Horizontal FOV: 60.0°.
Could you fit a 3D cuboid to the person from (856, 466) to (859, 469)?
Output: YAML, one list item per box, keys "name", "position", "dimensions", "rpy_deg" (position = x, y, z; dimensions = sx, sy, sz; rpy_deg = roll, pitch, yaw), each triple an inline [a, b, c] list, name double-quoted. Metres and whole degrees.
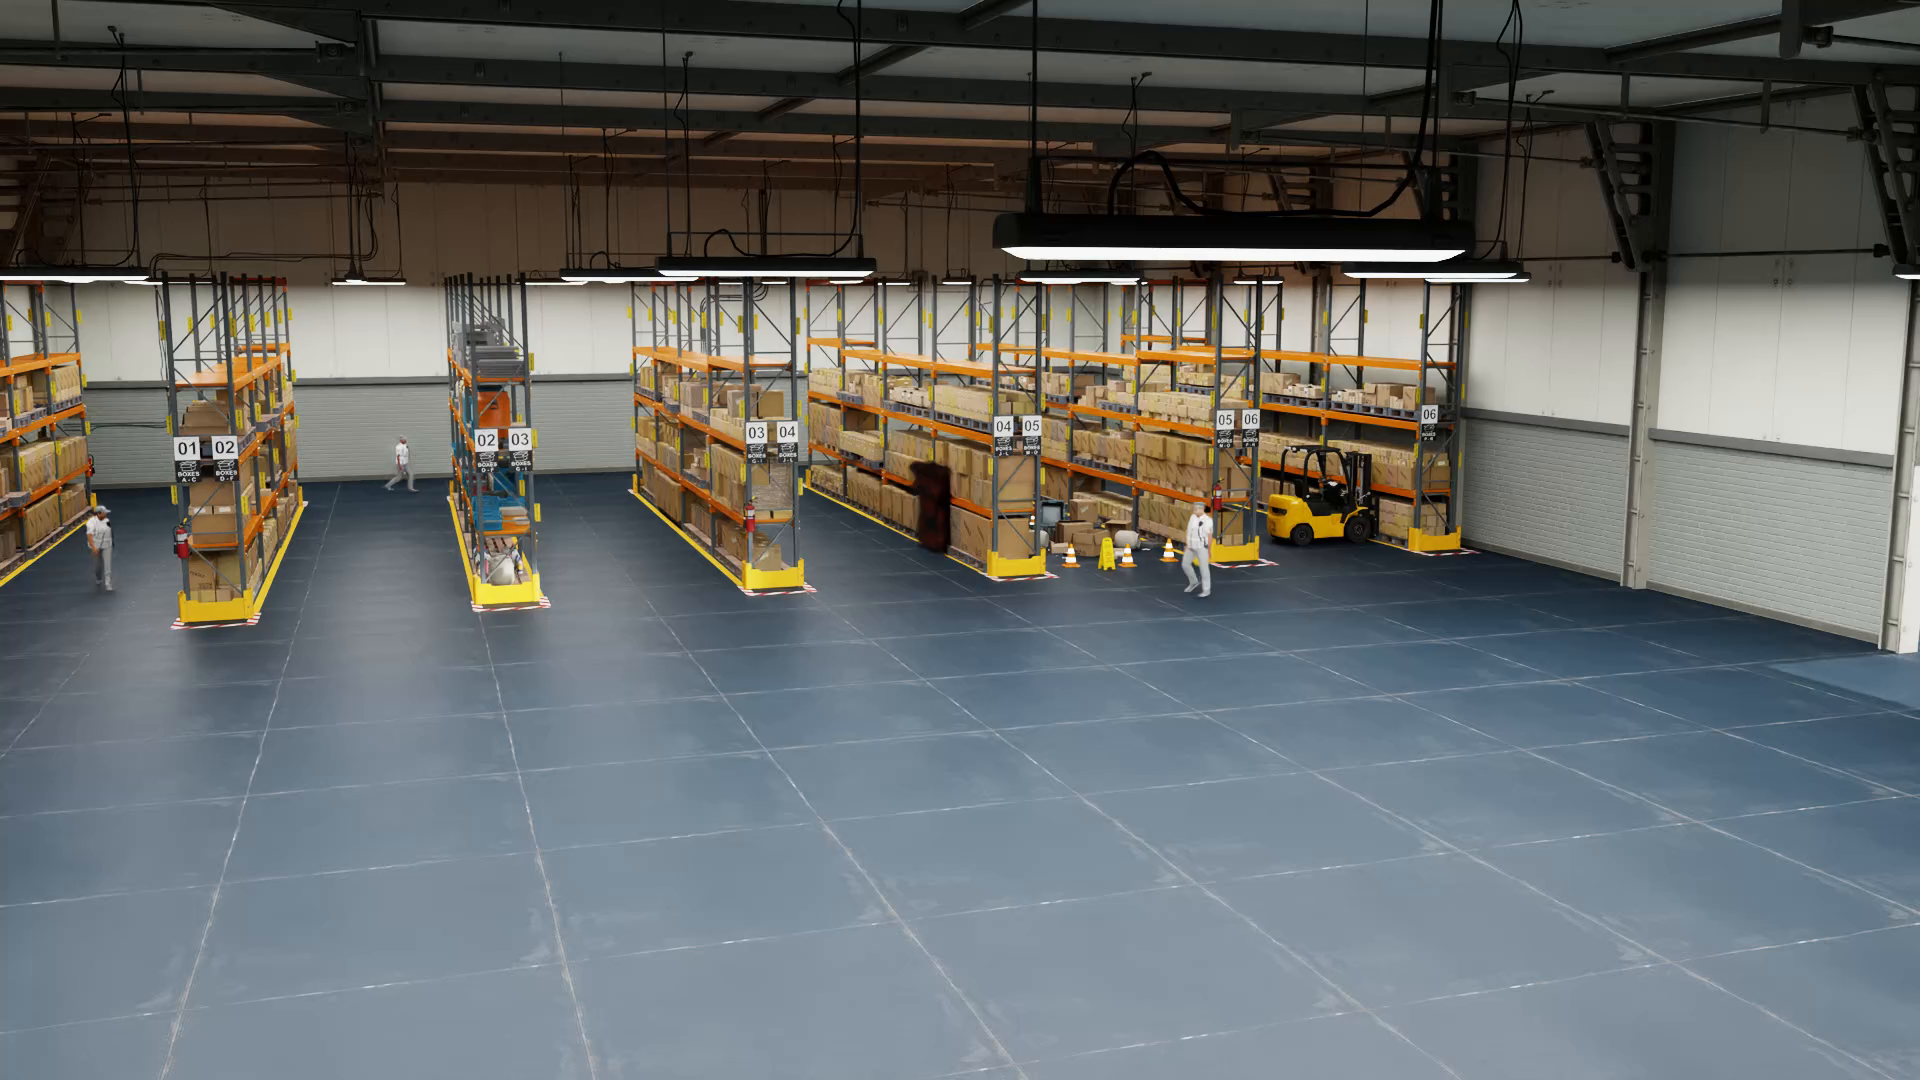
- name: "person"
  position: [-2.898, -2.700, 50.129]
  dimensions: [0.616, 1.743, 1.098]
  rpy_deg: [-2, 9, -11]

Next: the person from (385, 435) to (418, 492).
- name: "person"
  position: [-15.767, -2.153, 46.876]
  dimensions: [0.869, 1.624, 0.560]
  rpy_deg: [0, 9, 3]

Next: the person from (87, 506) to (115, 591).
- name: "person"
  position: [-16.420, 0.142, 31.811]
  dimensions: [0.461, 1.621, 0.978]
  rpy_deg: [-4, 9, -25]

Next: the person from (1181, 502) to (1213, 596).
- name: "person"
  position: [4.463, 0.156, 31.210]
  dimensions: [0.435, 1.776, 0.614]
  rpy_deg: [-8, 12, -41]
